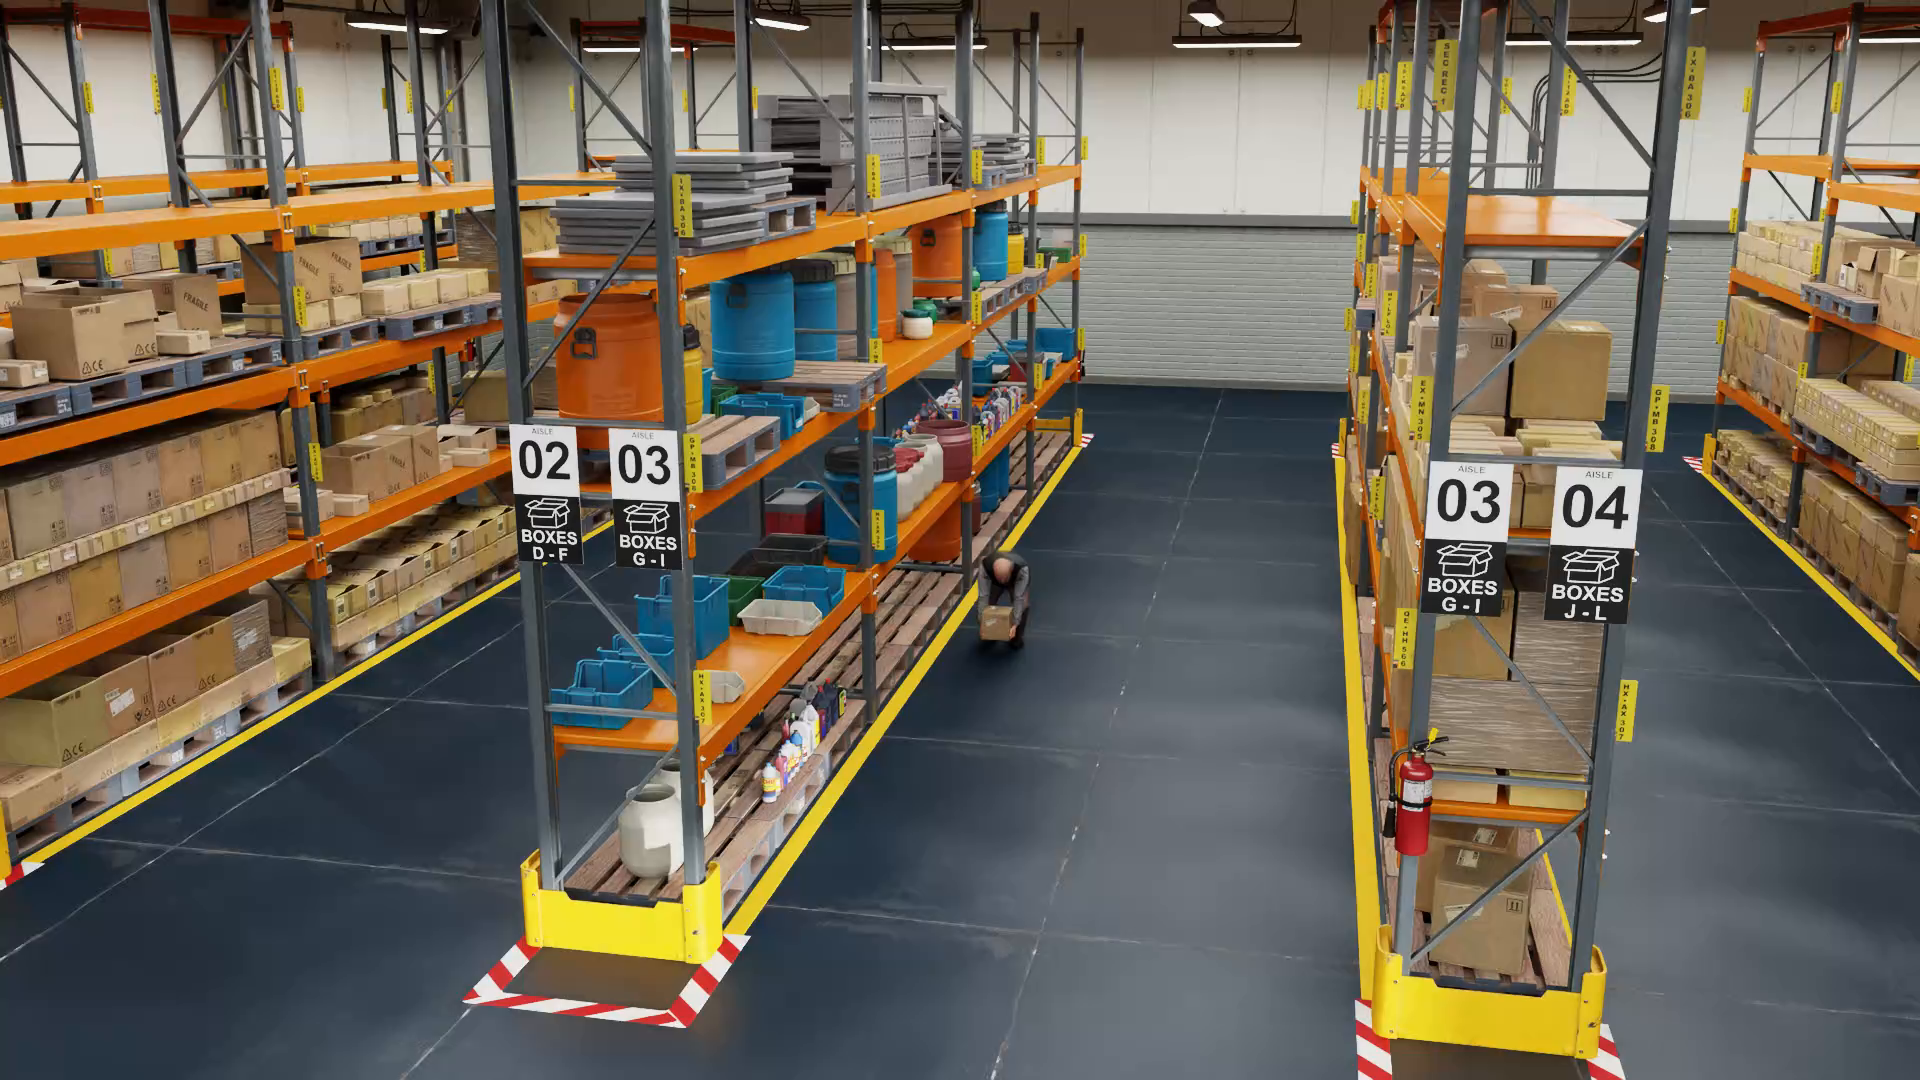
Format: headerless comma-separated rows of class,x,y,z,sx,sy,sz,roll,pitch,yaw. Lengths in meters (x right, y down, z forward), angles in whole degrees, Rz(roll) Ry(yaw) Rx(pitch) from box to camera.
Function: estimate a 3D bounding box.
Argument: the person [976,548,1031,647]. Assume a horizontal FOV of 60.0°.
person,0.406,0.540,15.518,0.506,0.953,0.904,2,15,9
